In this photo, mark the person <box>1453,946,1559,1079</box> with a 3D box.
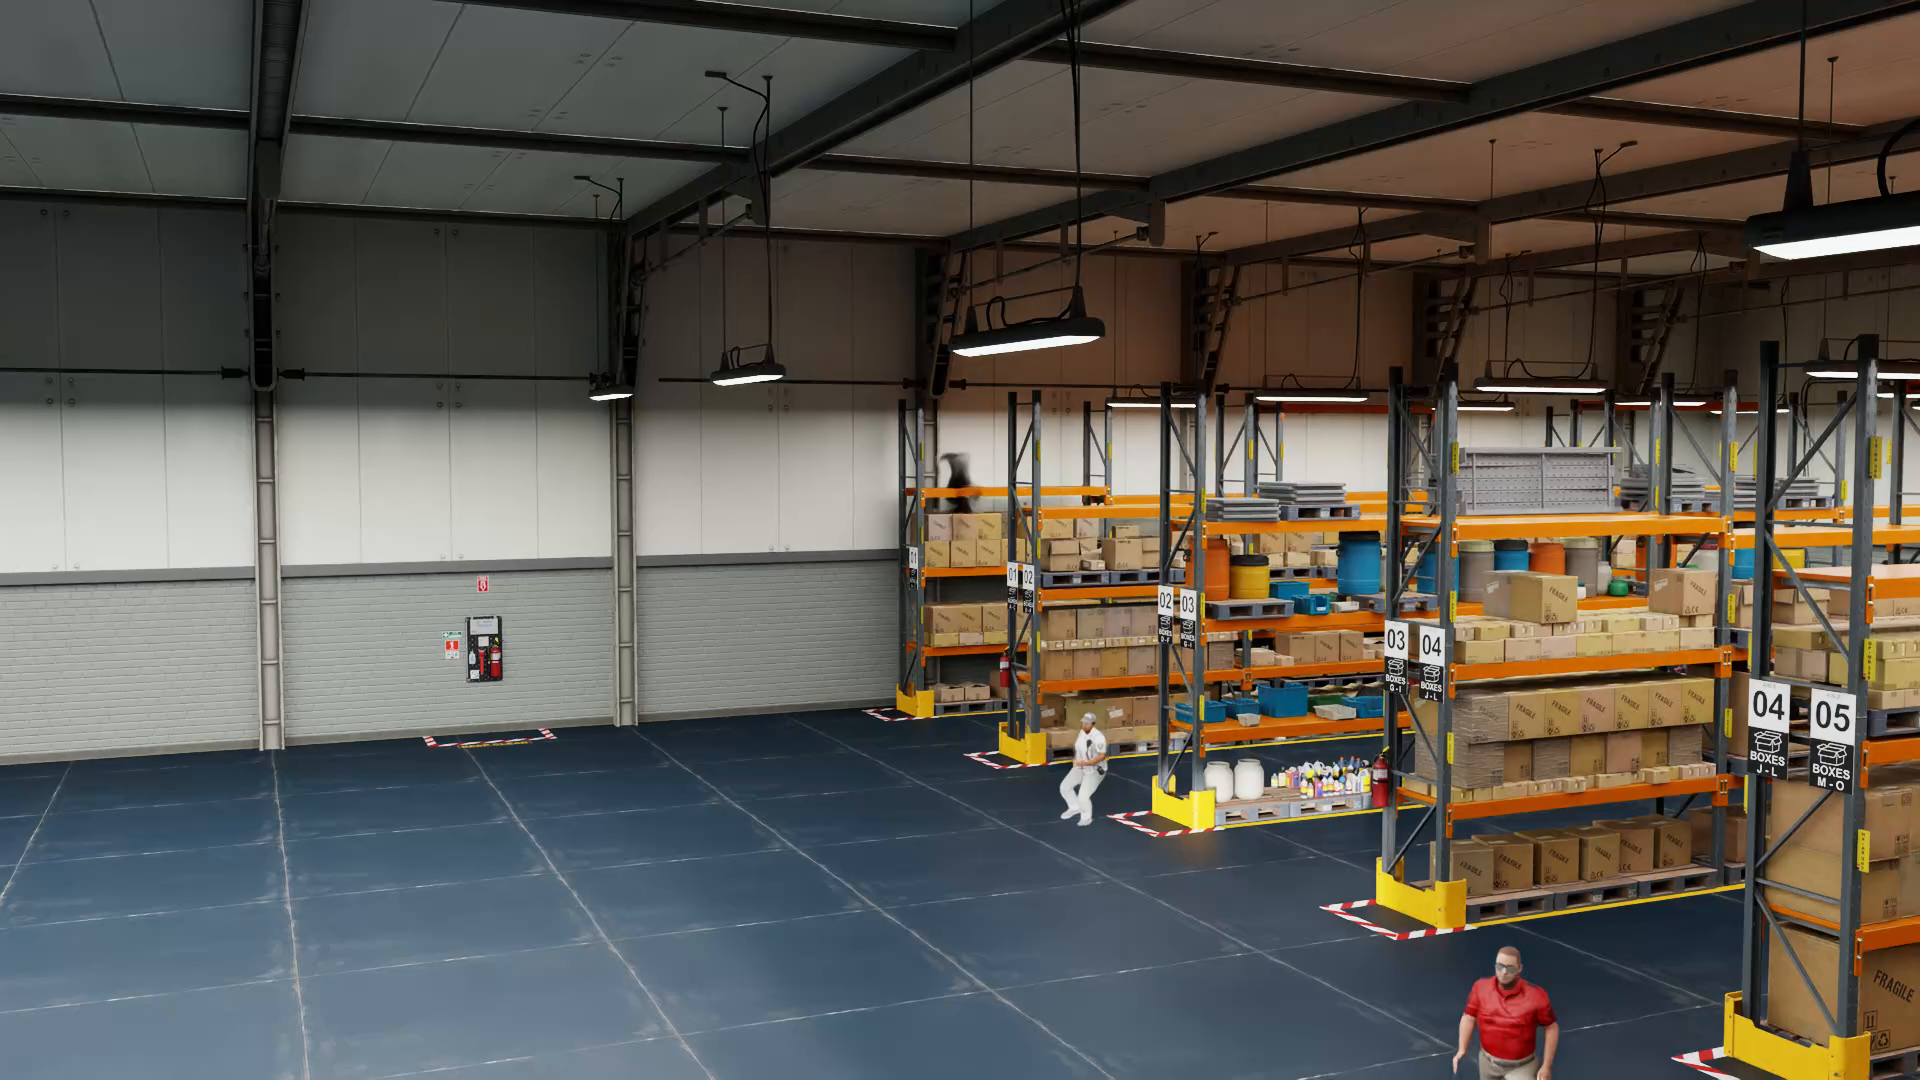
[{"bbox_3d":[3.740,3.600,11.372,0.609,1.691,0.833,3,4,40],"label":"person"}]

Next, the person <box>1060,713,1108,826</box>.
[{"bbox_3d":[1.649,3.102,22.352,0.609,1.591,0.809,-3,5,-44],"label":"person"}]
